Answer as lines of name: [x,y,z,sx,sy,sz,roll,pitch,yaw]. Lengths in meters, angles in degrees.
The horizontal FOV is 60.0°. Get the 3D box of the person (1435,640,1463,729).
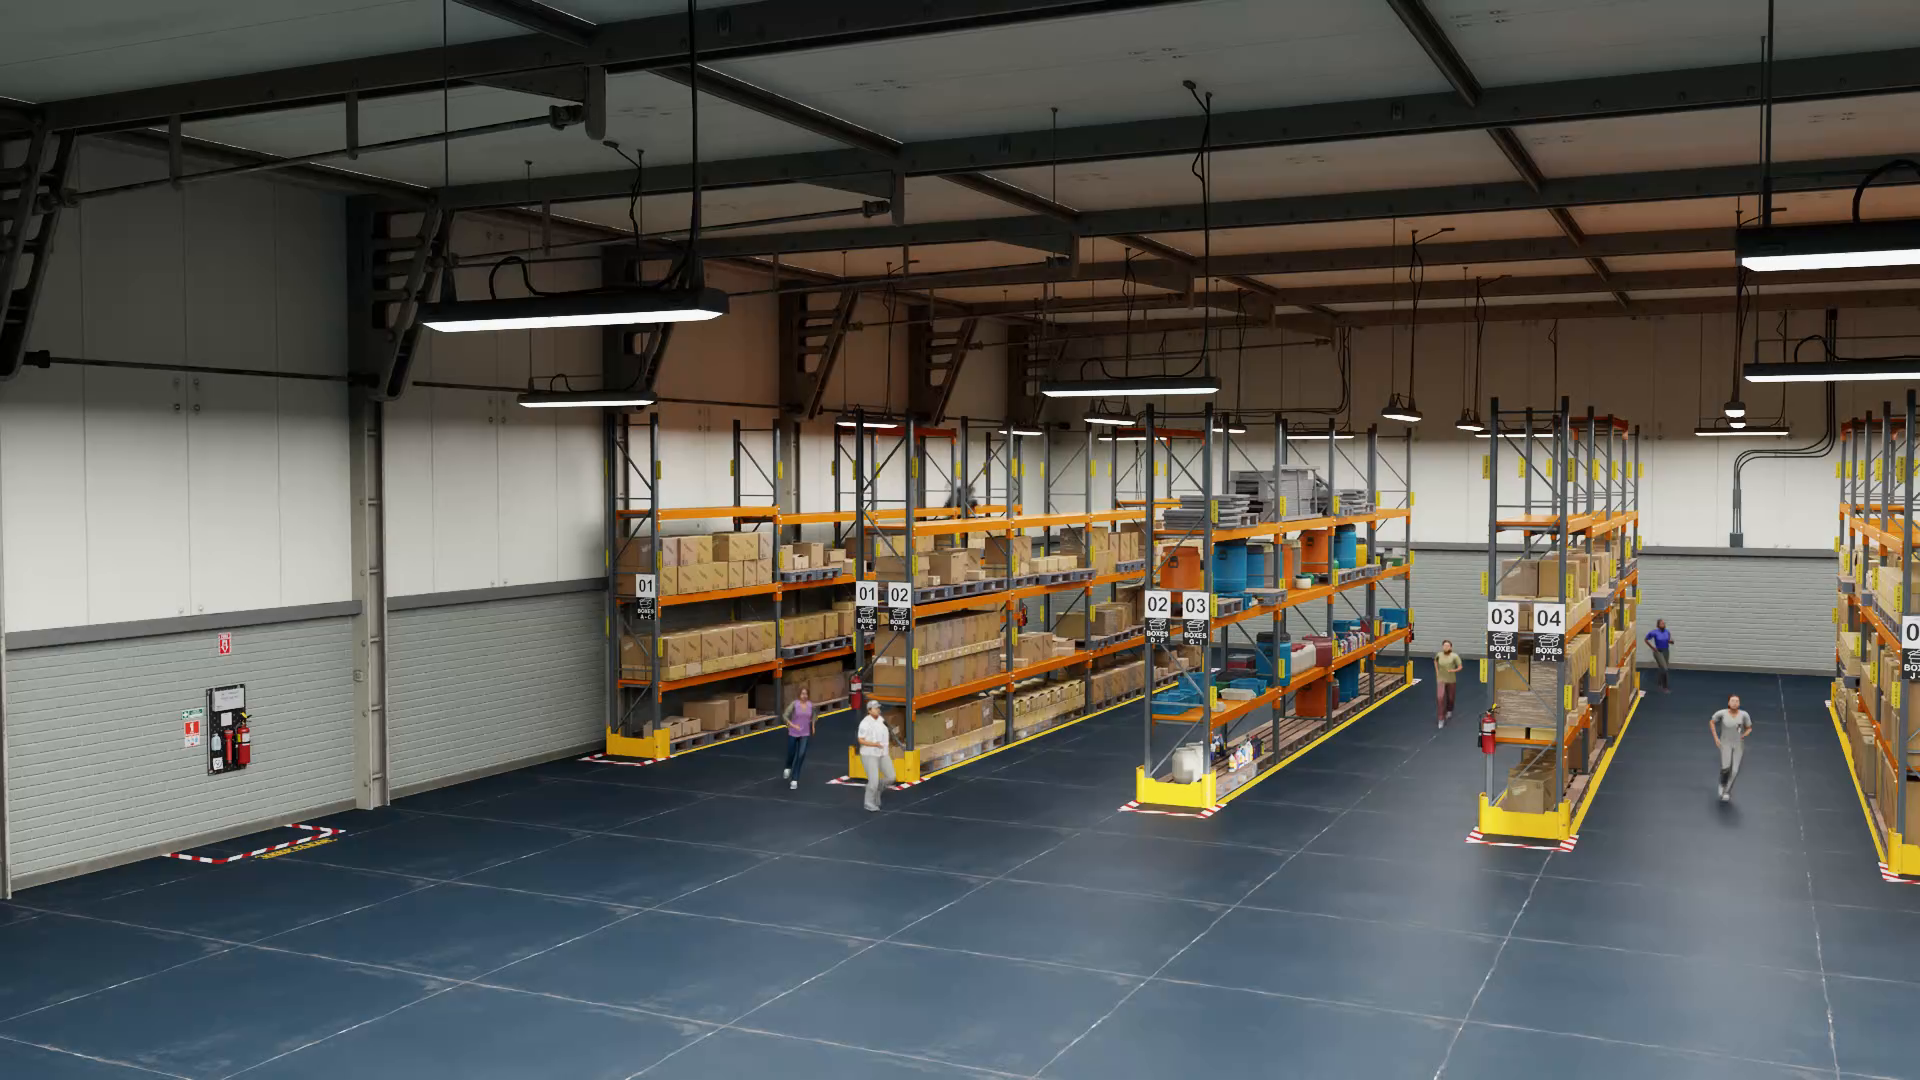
person: [9.572,2.803,32.596,0.542,1.696,1.079,1,3,18]

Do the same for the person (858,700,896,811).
person: [-1.195,3.159,24.353,0.593,1.622,0.546,-2,3,-44]

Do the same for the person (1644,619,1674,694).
person: [15.743,2.624,37.380,0.580,1.720,0.732,-1,3,-17]

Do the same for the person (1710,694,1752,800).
person: [11.634,3.124,25.074,0.565,1.628,0.600,1,2,15]

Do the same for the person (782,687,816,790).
person: [-2.547,3.105,26.390,0.578,1.579,0.803,-1,3,-17]
